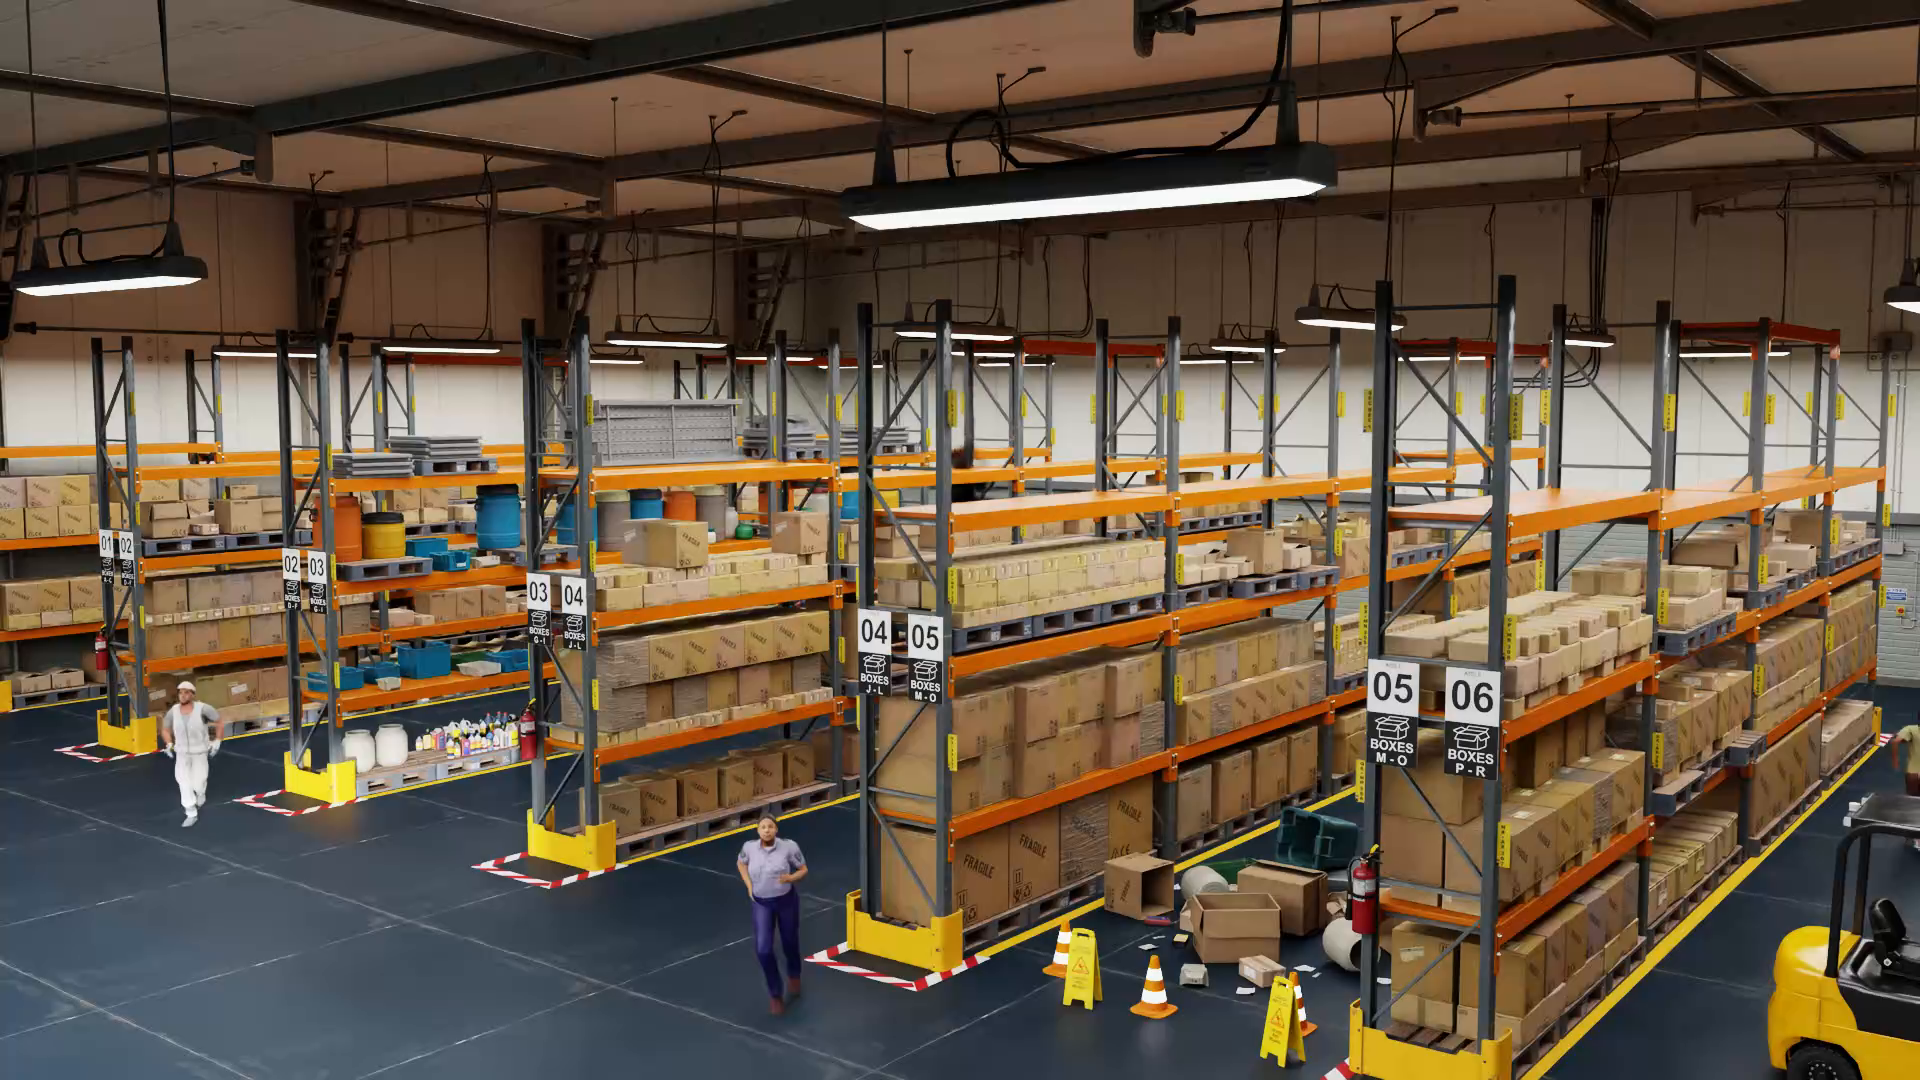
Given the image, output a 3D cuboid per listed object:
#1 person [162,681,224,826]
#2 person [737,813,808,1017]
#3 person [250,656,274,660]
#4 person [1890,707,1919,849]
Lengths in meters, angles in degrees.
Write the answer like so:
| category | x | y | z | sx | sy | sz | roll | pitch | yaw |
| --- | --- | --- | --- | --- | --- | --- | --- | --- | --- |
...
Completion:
| category | x | y | z | sx | sy | sz | roll | pitch | yaw |
| --- | --- | --- | --- | --- | --- | --- | --- | --- | --- |
| person | -9.247 | 2.559 | 20.052 | 0.684 | 1.750 | 0.671 | -1 | 5 | -10 |
| person | -1.586 | 3.139 | 14.087 | 0.603 | 1.703 | 0.730 | 0 | 5 | -5 |
| person | -11.900 | 1.835 | 28.411 | 0.558 | 1.678 | 0.940 | 3 | 6 | 28 |
| person | 10.928 | 2.712 | 18.913 | 0.600 | 1.694 | 0.687 | 4 | 6 | 36 |
